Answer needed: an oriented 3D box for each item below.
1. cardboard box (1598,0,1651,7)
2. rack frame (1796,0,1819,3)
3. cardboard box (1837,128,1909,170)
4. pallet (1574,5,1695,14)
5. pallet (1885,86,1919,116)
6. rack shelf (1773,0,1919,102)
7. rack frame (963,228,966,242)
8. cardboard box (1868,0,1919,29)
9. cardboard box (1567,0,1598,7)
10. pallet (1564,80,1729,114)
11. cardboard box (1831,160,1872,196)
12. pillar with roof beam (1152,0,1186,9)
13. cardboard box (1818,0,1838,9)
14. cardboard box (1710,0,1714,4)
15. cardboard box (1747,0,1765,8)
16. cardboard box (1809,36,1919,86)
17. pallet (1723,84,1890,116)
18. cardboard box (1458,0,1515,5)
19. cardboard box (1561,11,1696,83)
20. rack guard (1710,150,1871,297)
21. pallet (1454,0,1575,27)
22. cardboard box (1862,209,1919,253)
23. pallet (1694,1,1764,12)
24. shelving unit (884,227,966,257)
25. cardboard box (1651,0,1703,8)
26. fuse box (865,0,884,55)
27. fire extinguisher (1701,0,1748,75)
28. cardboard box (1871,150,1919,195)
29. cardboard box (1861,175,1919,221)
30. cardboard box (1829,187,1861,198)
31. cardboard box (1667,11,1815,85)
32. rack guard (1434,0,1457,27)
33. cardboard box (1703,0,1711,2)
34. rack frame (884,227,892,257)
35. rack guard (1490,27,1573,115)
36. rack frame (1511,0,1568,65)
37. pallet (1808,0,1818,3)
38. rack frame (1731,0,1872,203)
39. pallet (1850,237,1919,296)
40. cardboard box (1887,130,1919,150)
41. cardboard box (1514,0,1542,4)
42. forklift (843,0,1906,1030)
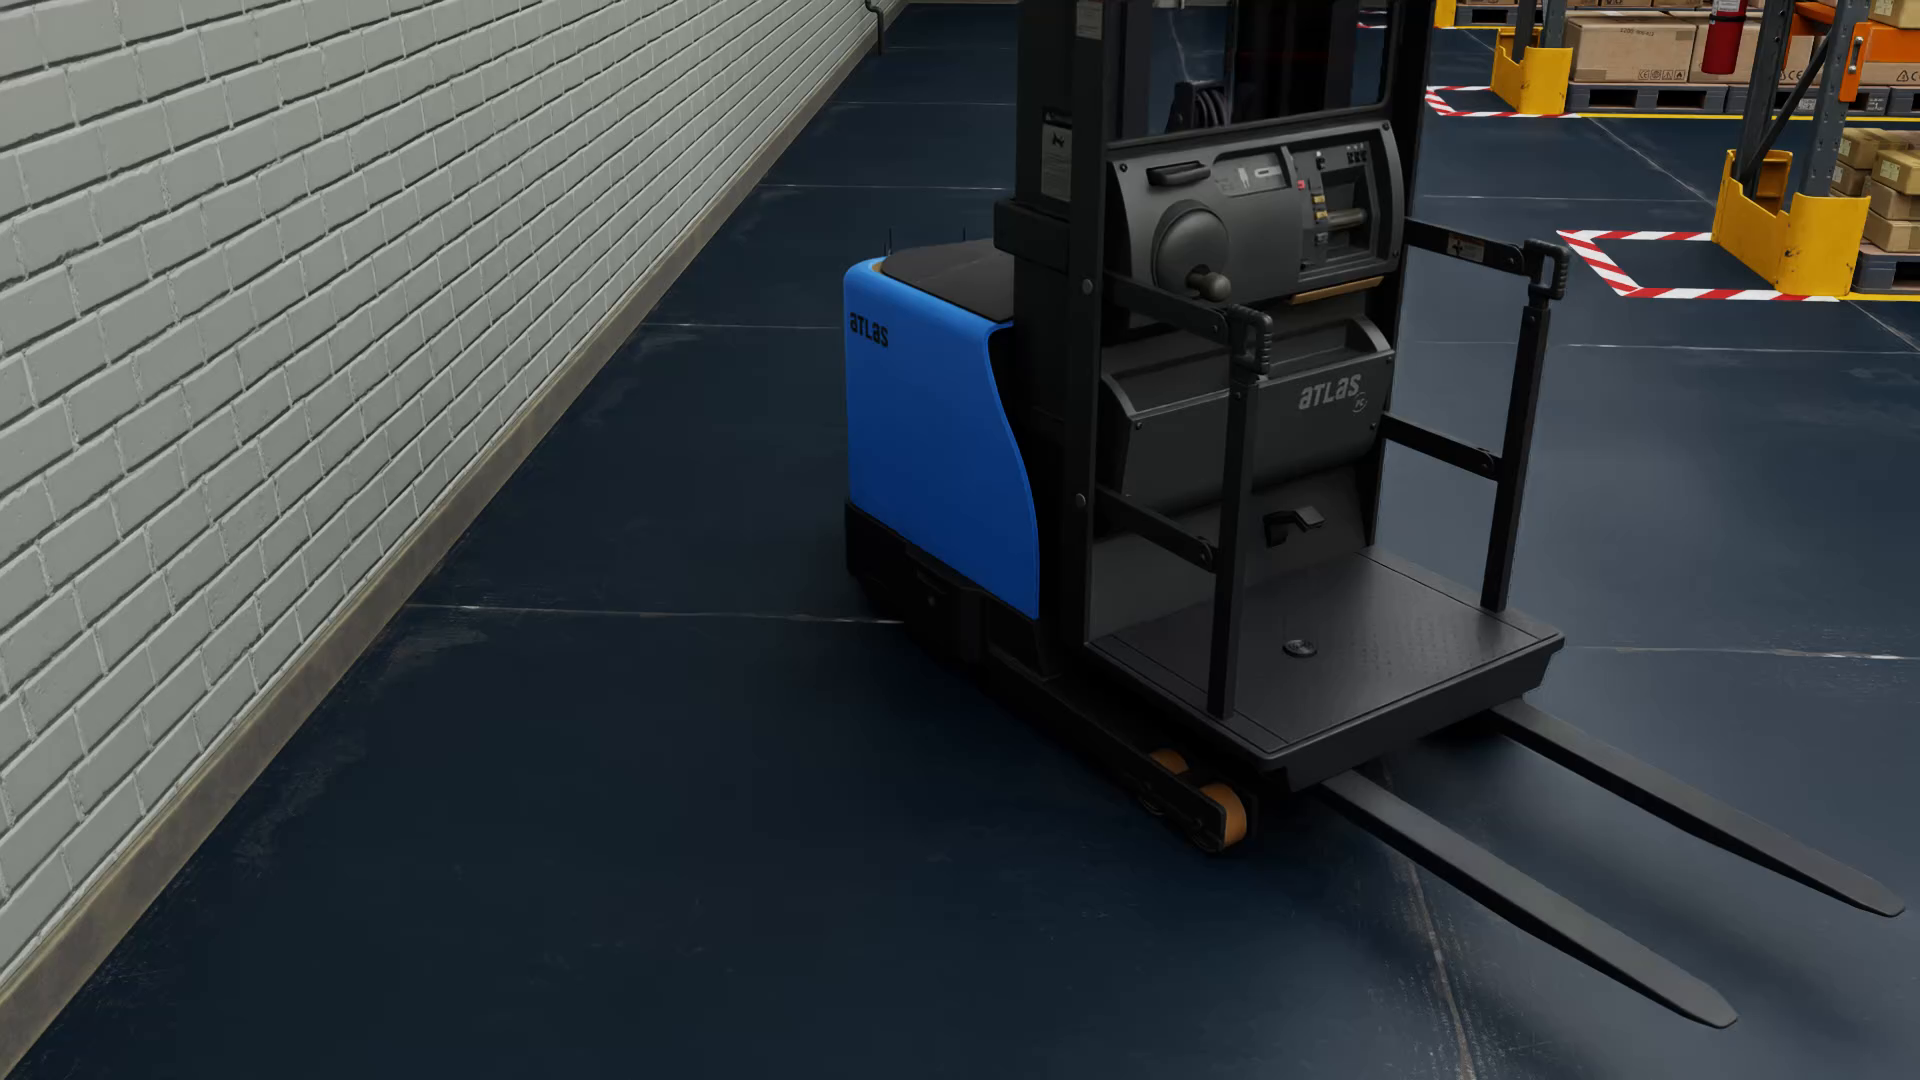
[{"bbox_3d":[6.950,-5.876,17.420,0.500,0.500,0.500,2,25,5],"label":"cardboard box"},{"bbox_3d":[8.967,-6.854,17.057,0.127,3.000,1.000,2,25,4],"label":"rack frame"},{"bbox_3d":[4.872,-2.102,8.925,0.250,0.149,0.380,2,25,5],"label":"cardboard box"},{"bbox_3d":[7.063,-5.648,17.771,1.213,0.211,1.003,2,25,4],"label":"pallet"},{"bbox_3d":[7.839,-3.575,13.268,1.213,0.211,1.003,2,25,4],"label":"pallet"},{"bbox_3d":[6.319,-2.456,8.360,4.000,0.370,1.077,2,25,4],"label":"rack shelf"},{"bbox_3d":[0.010,-0.509,5.600,0.008,1.050,0.200,1,25,3],"label":"rack frame"},{"bbox_3d":[4.622,-2.586,8.082,0.250,0.149,0.380,2,25,4],"label":"cardboard box"},{"bbox_3d":[6.431,-5.935,17.547,0.500,0.500,0.700,3,25,6],"label":"cardboard box"},{"bbox_3d":[5.406,-3.653,13.437,1.213,0.211,1.003,2,25,4],"label":"pallet"},{"bbox_3d":[4.872,-1.980,9.016,0.250,0.149,0.380,1,25,3],"label":"cardboard box"},{"bbox_3d":[2.030,-8.375,13.186,0.400,9.000,9.100,2,25,4],"label":"pillar with roof beam"},{"bbox_3d":[4.671,-2.840,8.635,0.250,0.149,0.380,2,25,4],"label":"cardboard box"},{"bbox_3d":[8.033,-5.710,17.339,0.258,0.266,0.396,3,25,6],"label":"cardboard box"},{"bbox_3d":[8.389,-5.645,17.338,0.250,0.149,0.380,1,25,2],"label":"cardboard box"},{"bbox_3d":[7.080,-3.905,13.212,0.875,0.438,0.875,1,25,2],"label":"cardboard box"},{"bbox_3d":[6.619,-3.613,13.350,1.213,0.211,1.003,2,25,4],"label":"pallet"},{"bbox_3d":[5.581,-5.980,17.641,0.637,0.503,0.797,1,25,2],"label":"cardboard box"},{"bbox_3d":[5.268,-3.961,13.332,0.875,0.438,0.875,1,25,2],"label":"cardboard box"},{"bbox_3d":[4.400,-1.709,8.866,0.348,0.500,1.175,2,25,4],"label":"rack guard"},{"bbox_3d":[5.850,-5.688,17.859,1.213,0.211,1.003,2,25,4],"label":"pallet"},{"bbox_3d":[4.822,-1.592,8.530,0.250,0.149,0.380,2,25,5],"label":"cardboard box"},{"bbox_3d":[8.282,-5.610,17.689,1.213,0.211,1.003,2,25,4],"label":"pallet"},{"bbox_3d":[-0.112,-0.511,5.605,0.252,1.050,0.215,1,25,3],"label":"shelving unit"},{"bbox_3d":[7.466,-5.902,17.475,0.500,0.500,0.700,1,25,2],"label":"cardboard box"},{"bbox_3d":[-0.715,-5.370,15.372,0.414,1.711,0.539,2,25,4],"label":"fuse box"},{"bbox_3d":[4.109,-2.843,8.878,0.183,0.674,0.296,2,25,4],"label":"fire extinguisher"},{"bbox_3d":[4.821,-1.854,8.388,0.250,0.149,0.380,1,25,2],"label":"cardboard box"},{"bbox_3d":[4.827,-1.754,8.526,0.250,0.149,0.380,3,25,6],"label":"cardboard box"},{"bbox_3d":[4.865,-1.813,9.009,0.250,0.149,0.380,2,25,5],"label":"cardboard box"},{"bbox_3d":[6.181,-3.935,13.276,0.875,0.438,0.875,2,25,5],"label":"cardboard box"},{"bbox_3d":[5.055,-5.844,17.853,0.348,0.500,1.175,2,25,4],"label":"rack guard"},{"bbox_3d":[7.894,-5.883,17.856,0.250,0.149,0.380,2,25,3],"label":"cardboard box"},{"bbox_3d":[-0.234,-0.514,5.611,0.008,1.050,0.200,1,25,3],"label":"rack frame"},{"bbox_3d":[4.579,-3.778,13.364,0.348,0.500,1.175,2,25,4],"label":"rack guard"},{"bbox_3d":[4.603,-4.913,12.839,0.127,3.000,1.000,2,25,4],"label":"rack frame"},{"bbox_3d":[9.781,-5.577,17.618,1.213,0.211,1.003,2,25,4],"label":"pallet"},{"bbox_3d":[4.324,-2.847,8.349,0.127,3.000,1.000,2,25,4],"label":"rack frame"},{"bbox_3d":[5.207,-1.537,8.838,1.213,0.211,1.003,2,25,4],"label":"pallet"},{"bbox_3d":[5.118,-2.070,8.856,0.250,0.149,0.380,2,25,5],"label":"cardboard box"},{"bbox_3d":[6.002,-5.789,17.651,0.250,0.149,0.380,1,25,2],"label":"cardboard box"},{"bbox_3d":[0.879,-0.795,3.970,1.130,2.935,3.031,-16,29,-31],"label":"forklift"}]
